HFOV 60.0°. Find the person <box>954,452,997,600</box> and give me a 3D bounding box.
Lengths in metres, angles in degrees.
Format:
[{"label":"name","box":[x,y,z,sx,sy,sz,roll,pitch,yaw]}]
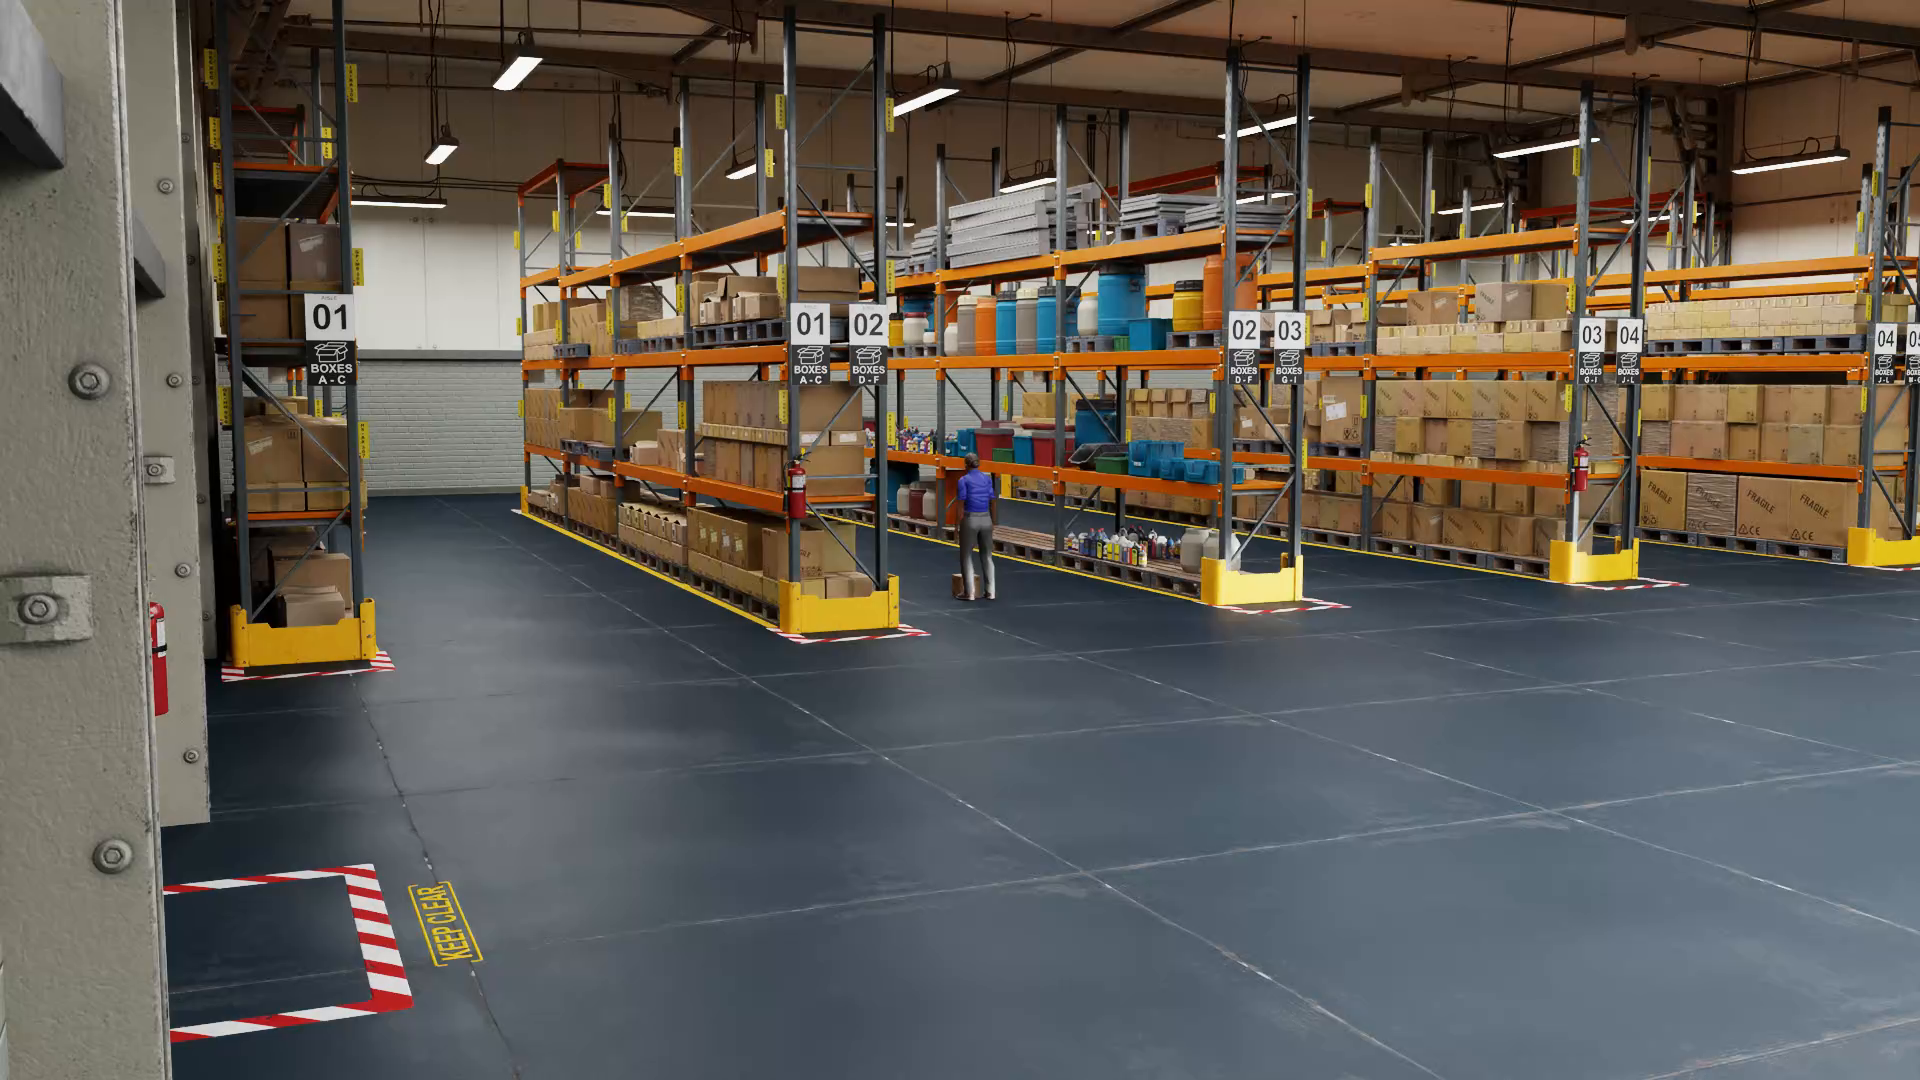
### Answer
[{"label":"person","box":[0.177,-0.153,18.638,0.506,1.650,0.346,-2,6,-23]}]
